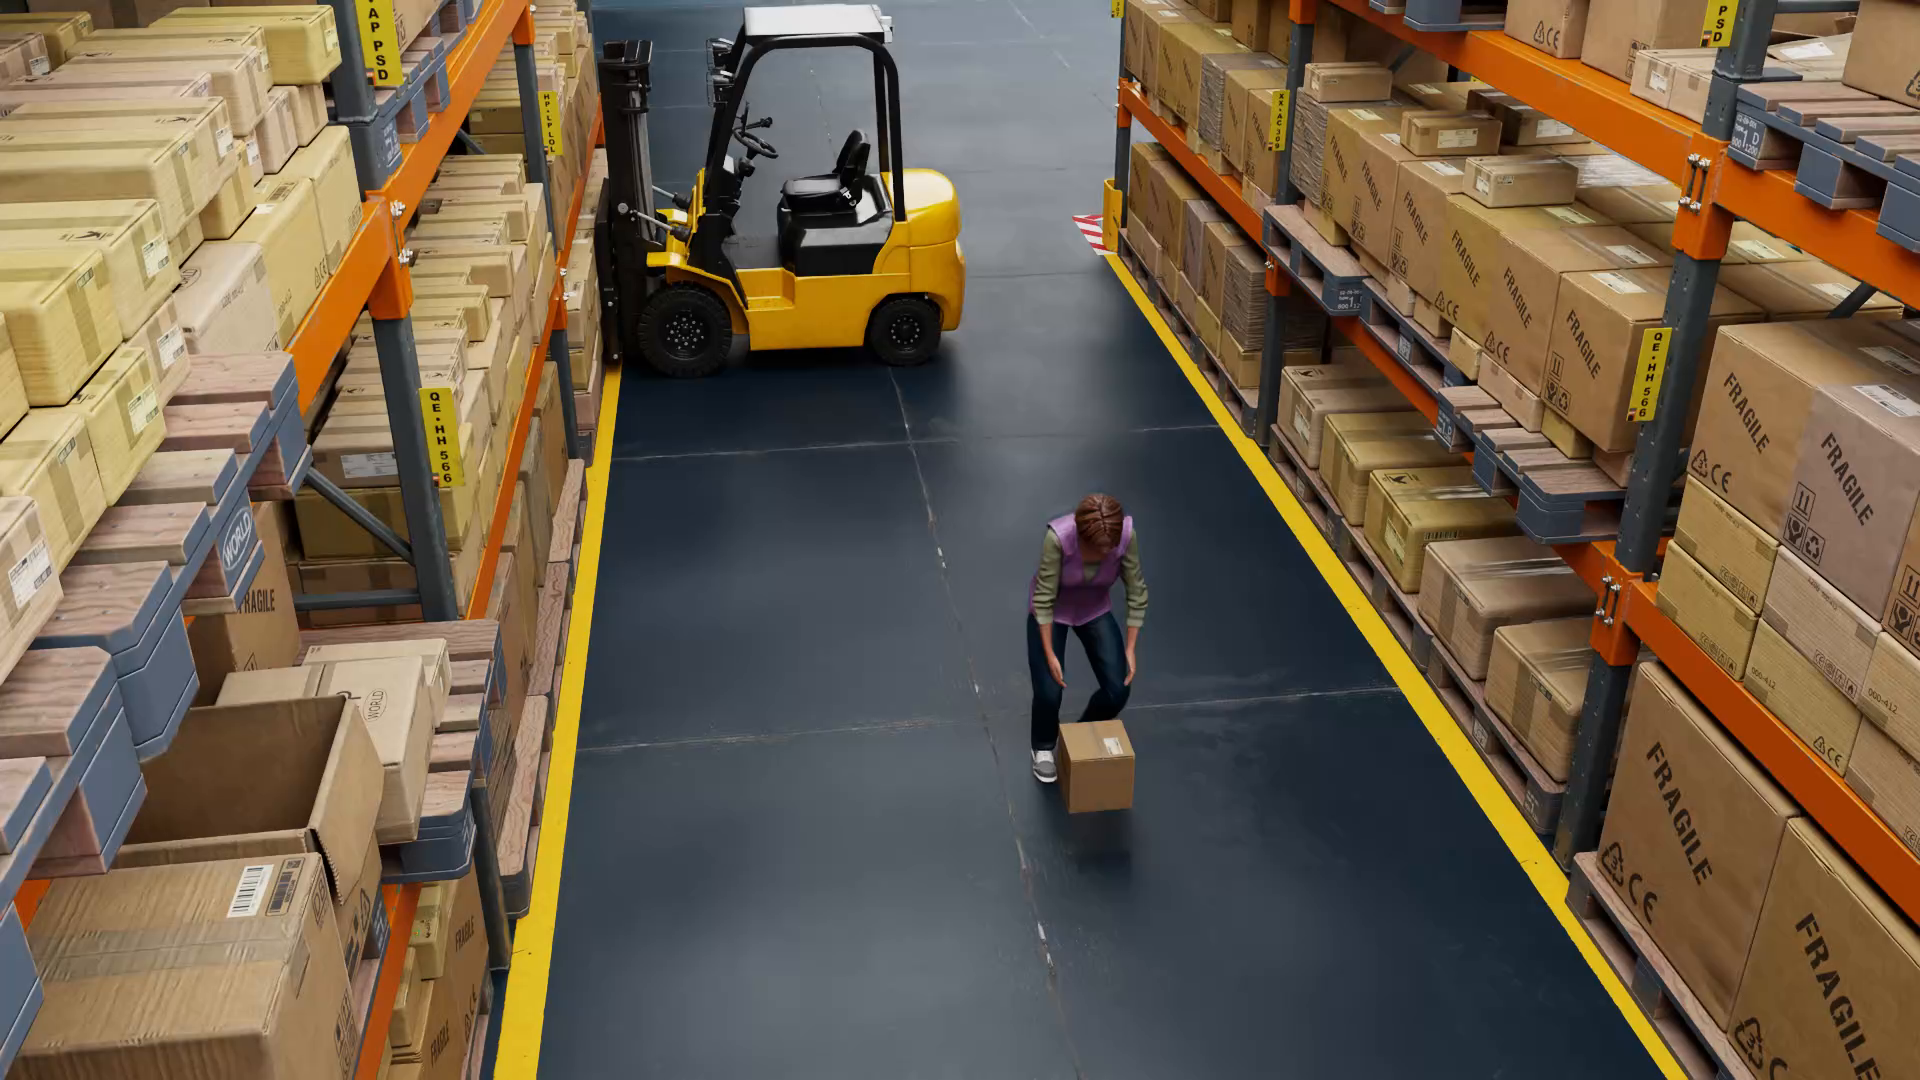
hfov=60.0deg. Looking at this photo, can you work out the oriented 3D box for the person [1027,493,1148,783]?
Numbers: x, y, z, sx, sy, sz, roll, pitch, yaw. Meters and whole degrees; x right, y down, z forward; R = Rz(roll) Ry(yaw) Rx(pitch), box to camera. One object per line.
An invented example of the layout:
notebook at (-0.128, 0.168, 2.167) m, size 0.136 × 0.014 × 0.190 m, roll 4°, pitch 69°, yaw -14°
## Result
person at (0.502, 0.367, 6.692) m, size 0.460 × 1.361 × 0.601 m, roll -4°, pitch 28°, yaw -7°
